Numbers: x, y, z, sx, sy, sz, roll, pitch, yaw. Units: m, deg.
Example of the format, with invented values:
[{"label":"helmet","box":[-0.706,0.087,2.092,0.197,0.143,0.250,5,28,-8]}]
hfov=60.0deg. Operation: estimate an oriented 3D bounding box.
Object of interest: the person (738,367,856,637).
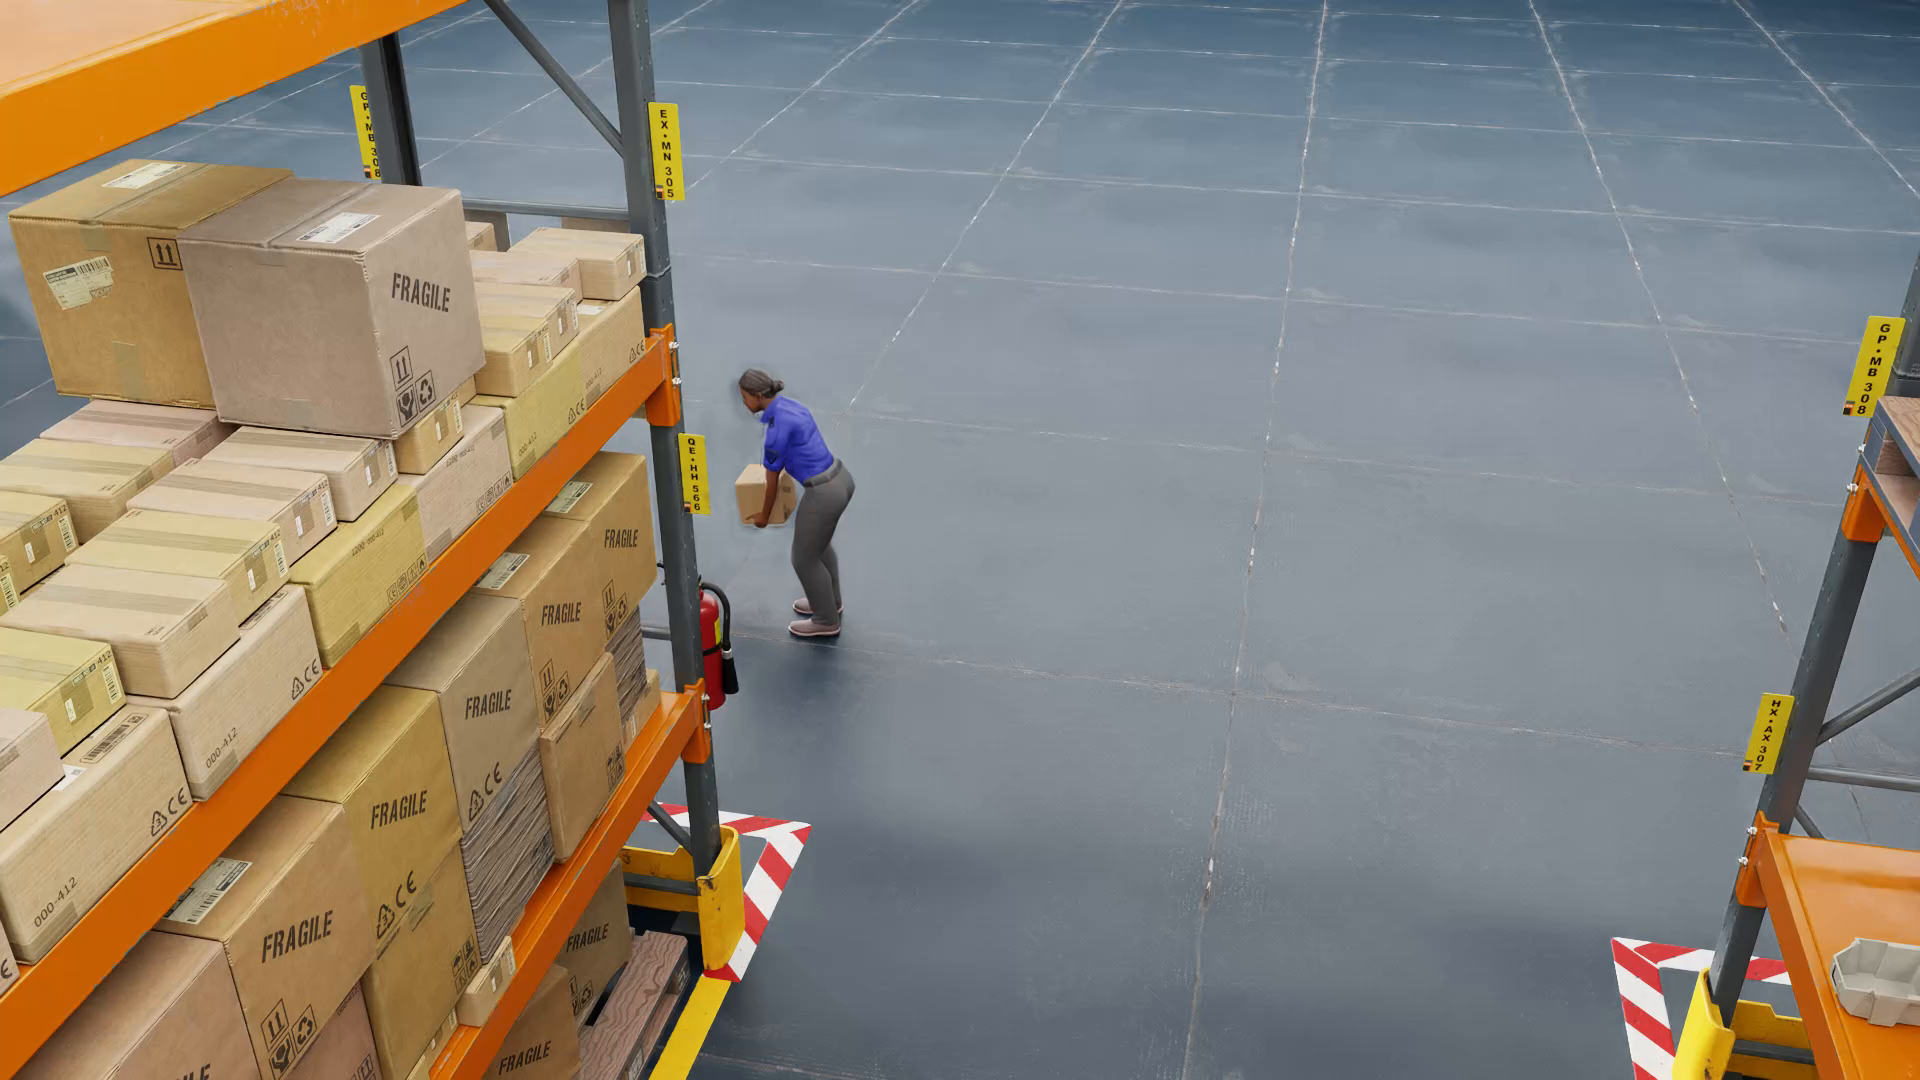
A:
[{"label":"person","box":[-0.885,-0.213,9.129,0.595,1.543,0.406,5,29,10]}]
